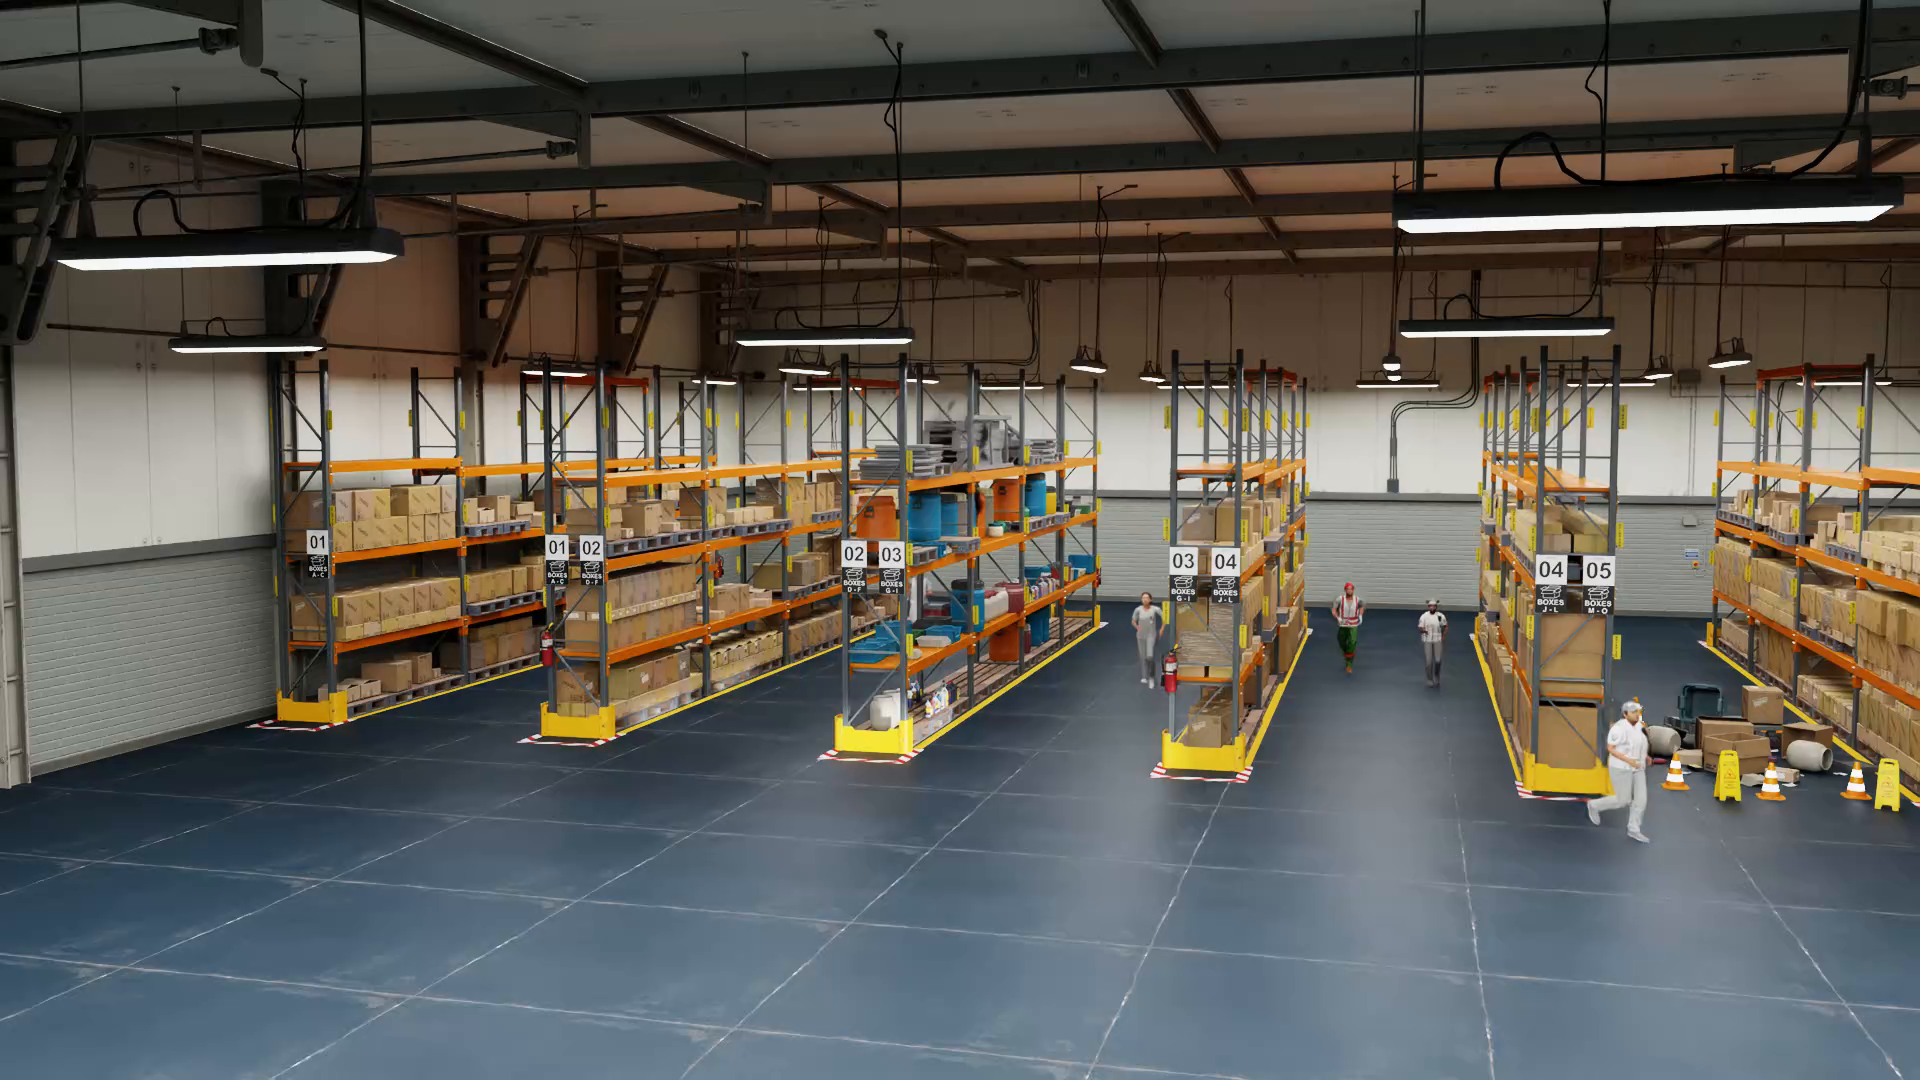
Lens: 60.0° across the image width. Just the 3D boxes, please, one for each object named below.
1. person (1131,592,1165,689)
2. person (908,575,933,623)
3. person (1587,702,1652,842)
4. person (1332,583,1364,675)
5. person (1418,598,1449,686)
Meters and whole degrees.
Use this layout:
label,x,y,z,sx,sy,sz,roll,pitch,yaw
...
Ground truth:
label,x,y,z,sx,sy,sz,roll,pitch,yaw
person,3.337,1.790,29.563,0.584,1.709,0.662,1,4,16
person,-0.930,1.438,37.096,0.641,1.754,0.667,0,4,2
person,8.009,2.758,20.044,0.614,1.664,0.766,-2,5,-28
person,7.761,1.735,33.313,0.626,1.777,1.146,1,4,16
person,8.877,1.921,31.188,0.562,1.672,0.586,1,4,14
